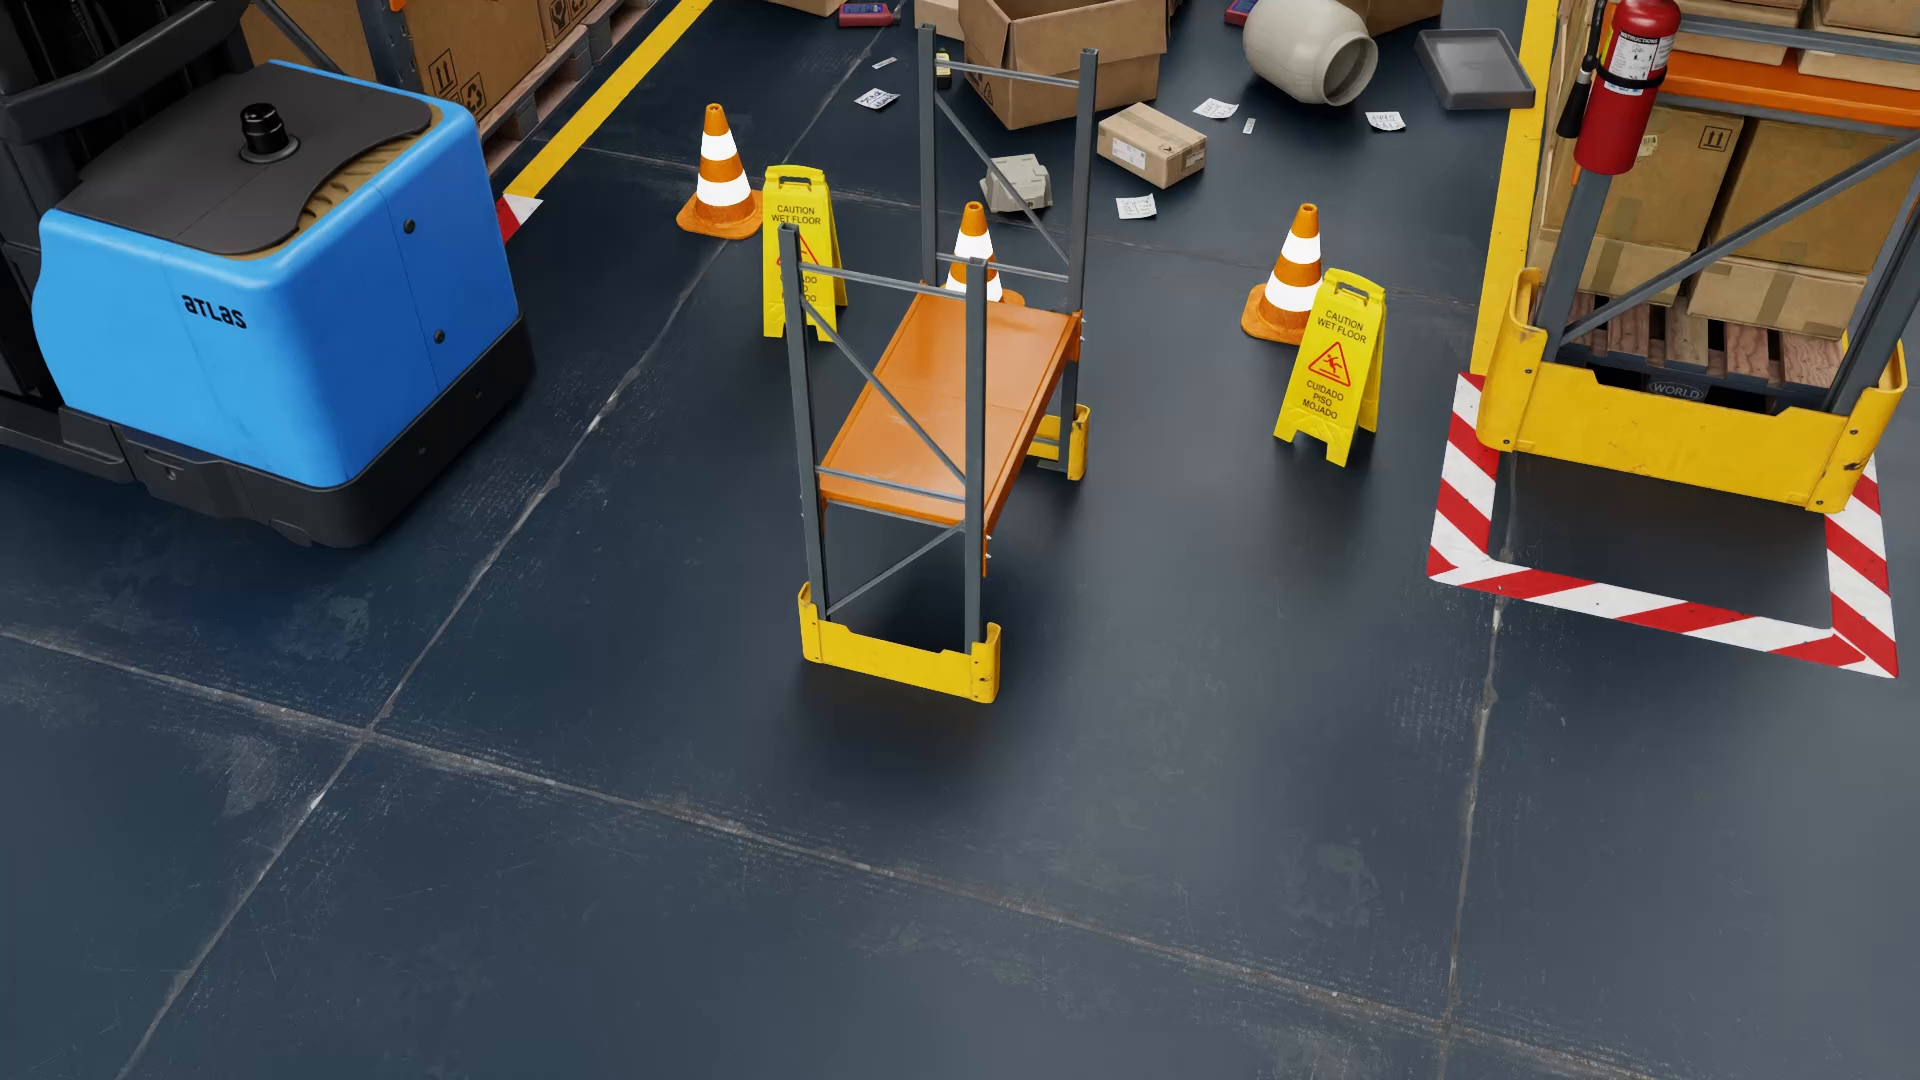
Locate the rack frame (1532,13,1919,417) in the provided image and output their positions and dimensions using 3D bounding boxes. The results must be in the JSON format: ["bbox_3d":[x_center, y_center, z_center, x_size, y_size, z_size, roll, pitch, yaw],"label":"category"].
[{"bbox_3d":[2.310,-1.332,4.466,1.000,3.000,0.127,13,46,13],"label":"rack frame"}]

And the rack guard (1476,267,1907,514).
[{"bbox_3d":[2.333,-0.489,5.392,1.175,0.500,0.348,13,46,13],"label":"rack guard"}]

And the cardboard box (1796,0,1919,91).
[{"bbox_3d":[2.610,-1.424,4.741,0.380,0.149,0.250,13,46,13],"label":"cardboard box"}]

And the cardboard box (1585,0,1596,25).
[{"bbox_3d":[2.352,-1.847,5.658,0.380,0.149,0.250,14,46,14],"label":"cardboard box"}]

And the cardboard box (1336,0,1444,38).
[{"bbox_3d":[1.900,-2.679,7.629,0.500,0.500,0.500,-24,49,-22],"label":"cardboard box"}]

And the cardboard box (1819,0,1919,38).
[{"bbox_3d":[2.718,-1.731,4.590,0.500,0.500,0.500,12,46,12],"label":"cardboard box"}]

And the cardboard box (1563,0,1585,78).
[{"bbox_3d":[2.619,-2.040,6.319,0.500,0.500,0.500,12,46,12],"label":"cardboard box"}]

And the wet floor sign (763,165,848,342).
[{"bbox_3d":[-0.560,-1.033,5.844,0.267,0.644,0.232,5,45,5],"label":"wet floor sign"}]

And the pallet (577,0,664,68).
[{"bbox_3d":[-1.899,-2.676,7.834,1.003,0.211,1.213,13,46,13],"label":"pallet"}]

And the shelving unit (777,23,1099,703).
[{"bbox_3d":[-0.023,-0.485,4.674,0.587,1.500,1.083,13,46,13],"label":"shelving unit"}]

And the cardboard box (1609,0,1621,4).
[{"bbox_3d":[2.191,-1.729,5.052,0.380,0.149,0.250,12,46,12],"label":"cardboard box"}]

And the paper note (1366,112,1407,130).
[{"bbox_3d":[1.807,-1.784,7.051,0.142,0.019,0.148,-2,44,-2],"label":"paper note"}]

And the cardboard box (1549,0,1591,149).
[{"bbox_3d":[2.459,-1.705,5.977,0.500,0.500,0.500,14,46,14],"label":"cardboard box"}]

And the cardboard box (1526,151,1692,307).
[{"bbox_3d":[2.306,-1.111,5.906,0.500,0.250,0.500,12,46,12],"label":"cardboard box"}]

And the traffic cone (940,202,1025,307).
[{"bbox_3d":[0.050,-0.993,5.934,0.336,0.463,0.334,13,46,13],"label":"traffic cone"}]

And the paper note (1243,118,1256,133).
[{"bbox_3d":[1.224,-1.752,7.033,0.032,0.001,0.123,13,46,13],"label":"paper note"}]

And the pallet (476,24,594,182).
[{"bbox_3d":[-2.270,-1.865,7.006,1.003,0.211,1.213,13,46,13],"label":"pallet"}]

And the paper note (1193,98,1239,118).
[{"bbox_3d":[1.100,-1.852,7.129,0.148,0.019,0.142,28,51,26],"label":"paper note"}]

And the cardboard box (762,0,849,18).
[{"bbox_3d":[-0.719,-2.834,7.787,0.500,0.500,0.500,20,48,19],"label":"cardboard box"}]

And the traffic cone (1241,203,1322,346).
[{"bbox_3d":[1.211,-0.985,5.925,0.336,0.463,0.334,13,46,13],"label":"traffic cone"}]

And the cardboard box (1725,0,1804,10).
[{"bbox_3d":[2.212,-1.894,4.756,0.500,0.500,0.500,12,46,12],"label":"cardboard box"}]

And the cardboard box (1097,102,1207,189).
[{"bbox_3d":[0.782,-1.614,6.793,0.250,0.149,0.380,-33,53,-29],"label":"cardboard box"}]

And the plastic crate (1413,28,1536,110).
[{"bbox_3d":[2.265,-2.081,7.320,0.402,0.080,0.583,-2,44,-2],"label":"plastic crate"}]

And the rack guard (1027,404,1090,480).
[{"bbox_3d":[0.128,-0.370,5.450,0.587,0.250,0.087,13,46,13],"label":"rack guard"}]

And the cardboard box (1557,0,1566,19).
[{"bbox_3d":[2.935,-2.471,7.296,0.500,0.250,0.500,15,46,15],"label":"cardboard box"}]

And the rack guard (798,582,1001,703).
[{"bbox_3d":[-0.174,0.293,4.771,0.587,0.250,0.087,13,46,13],"label":"rack guard"}]

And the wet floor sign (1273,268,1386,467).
[{"bbox_3d":[1.233,-0.590,5.392,0.267,0.644,0.232,28,51,26],"label":"wet floor sign"}]

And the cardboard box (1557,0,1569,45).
[{"bbox_3d":[2.777,-2.117,6.934,0.500,0.250,0.500,12,46,12],"label":"cardboard box"}]

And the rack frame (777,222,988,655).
[{"bbox_3d":[-0.180,-0.140,4.321,0.500,1.500,0.032,13,46,13],"label":"rack frame"}]

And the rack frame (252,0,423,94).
[{"bbox_3d":[-2.438,-2.313,5.469,1.000,3.000,0.127,13,46,13],"label":"rack frame"}]

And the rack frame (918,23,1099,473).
[{"bbox_3d":[0.128,-0.818,5.014,0.500,1.500,0.032,13,46,13],"label":"rack frame"}]

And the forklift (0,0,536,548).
[{"bbox_3d":[-3.030,-1.702,4.894,3.031,2.935,1.130,17,47,16],"label":"forklift"}]

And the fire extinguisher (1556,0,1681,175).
[{"bbox_3d":[1.836,-1.325,4.515,0.296,0.674,0.183,13,46,13],"label":"fire extinguisher"}]

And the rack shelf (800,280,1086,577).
[{"bbox_3d":[-0.026,-0.351,4.793,0.538,0.185,1.000,13,46,13],"label":"rack shelf"}]

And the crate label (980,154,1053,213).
[{"bbox_3d":[0.229,-1.414,6.597,0.250,0.136,0.298,-9,45,-9],"label":"crate label"}]

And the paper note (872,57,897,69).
[{"bbox_3d":[-0.336,-2.128,7.418,0.123,0.001,0.032,-33,53,-29],"label":"paper note"}]

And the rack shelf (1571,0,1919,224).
[{"bbox_3d":[2.916,-2.408,6.080,1.077,0.370,4.000,13,46,13],"label":"rack shelf"}]

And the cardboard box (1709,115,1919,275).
[{"bbox_3d":[2.825,-1.262,5.525,0.500,0.500,0.500,11,45,11],"label":"cardboard box"}]

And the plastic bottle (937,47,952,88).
[{"bbox_3d":[-0.108,-2.091,7.343,0.133,0.061,0.283,-2,44,-2],"label":"plastic bottle"}]

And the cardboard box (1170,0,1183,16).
[{"bbox_3d":[0.705,-2.820,7.675,0.797,0.637,0.503,13,46,13],"label":"cardboard box"}]

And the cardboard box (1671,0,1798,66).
[{"bbox_3d":[2.220,-1.536,4.855,0.380,0.149,0.250,14,46,14],"label":"cardboard box"}]

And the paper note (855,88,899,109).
[{"bbox_3d":[-0.358,-1.909,7.180,0.144,0.017,0.142,28,51,26],"label":"paper note"}]

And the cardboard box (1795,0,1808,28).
[{"bbox_3d":[2.673,-1.596,4.916,0.380,0.149,0.250,13,46,13],"label":"cardboard box"}]

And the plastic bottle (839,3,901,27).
[{"bbox_3d":[-0.415,-2.427,7.687,0.283,0.061,0.133,-2,44,-2],"label":"plastic bottle"}]

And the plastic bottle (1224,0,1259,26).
[{"bbox_3d":[1.343,-2.485,7.745,0.133,0.061,0.283,20,48,19],"label":"plastic bottle"}]

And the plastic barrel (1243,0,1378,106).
[{"bbox_3d":[1.493,-2.108,7.102,0.421,0.421,0.512,-24,49,-22],"label":"plastic barrel"}]

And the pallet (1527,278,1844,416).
[{"bbox_3d":[2.613,-0.920,6.039,1.003,0.211,1.213,13,46,13],"label":"pallet"}]

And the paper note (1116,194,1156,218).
[{"bbox_3d":[0.699,-1.322,6.579,0.148,0.019,0.142,-2,44,-2],"label":"paper note"}]

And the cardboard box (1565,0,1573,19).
[{"bbox_3d":[2.776,-2.393,6.680,0.500,0.500,0.500,15,46,15],"label":"cardboard box"}]

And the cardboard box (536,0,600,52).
[{"bbox_3d":[-2.031,-2.756,7.141,0.875,0.875,0.875,12,46,12],"label":"cardboard box"}]

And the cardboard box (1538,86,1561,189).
[{"bbox_3d":[2.463,-1.438,6.241,0.500,0.250,0.500,13,46,13],"label":"cardboard box"}]

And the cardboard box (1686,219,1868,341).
[{"bbox_3d":[2.818,-0.978,5.770,0.500,0.250,0.500,12,46,12],"label":"cardboard box"}]

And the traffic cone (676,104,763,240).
[{"bbox_3d":[-0.924,-1.459,6.410,0.336,0.463,0.334,13,46,13],"label":"traffic cone"}]

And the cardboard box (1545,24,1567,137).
[{"bbox_3d":[2.616,-1.788,6.599,0.500,0.250,0.500,11,45,11],"label":"cardboard box"}]

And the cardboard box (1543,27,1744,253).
[{"bbox_3d":[2.304,-1.356,5.621,0.500,0.500,0.500,13,46,13],"label":"cardboard box"}]

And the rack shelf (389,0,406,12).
[{"bbox_3d":[-1.832,-3.389,7.083,1.077,0.370,4.000,13,46,13],"label":"rack shelf"}]

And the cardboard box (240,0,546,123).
[{"bbox_3d":[-2.296,-2.169,6.541,0.875,0.875,0.875,13,46,13],"label":"cardboard box"}]

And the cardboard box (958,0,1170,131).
[{"bbox_3d":[0.429,-2.146,7.084,0.797,0.503,0.637,-16,47,-16],"label":"cardboard box"}]

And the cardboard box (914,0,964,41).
[{"bbox_3d":[0.008,-2.466,7.580,0.396,0.266,0.258,20,48,19],"label":"cardboard box"}]
